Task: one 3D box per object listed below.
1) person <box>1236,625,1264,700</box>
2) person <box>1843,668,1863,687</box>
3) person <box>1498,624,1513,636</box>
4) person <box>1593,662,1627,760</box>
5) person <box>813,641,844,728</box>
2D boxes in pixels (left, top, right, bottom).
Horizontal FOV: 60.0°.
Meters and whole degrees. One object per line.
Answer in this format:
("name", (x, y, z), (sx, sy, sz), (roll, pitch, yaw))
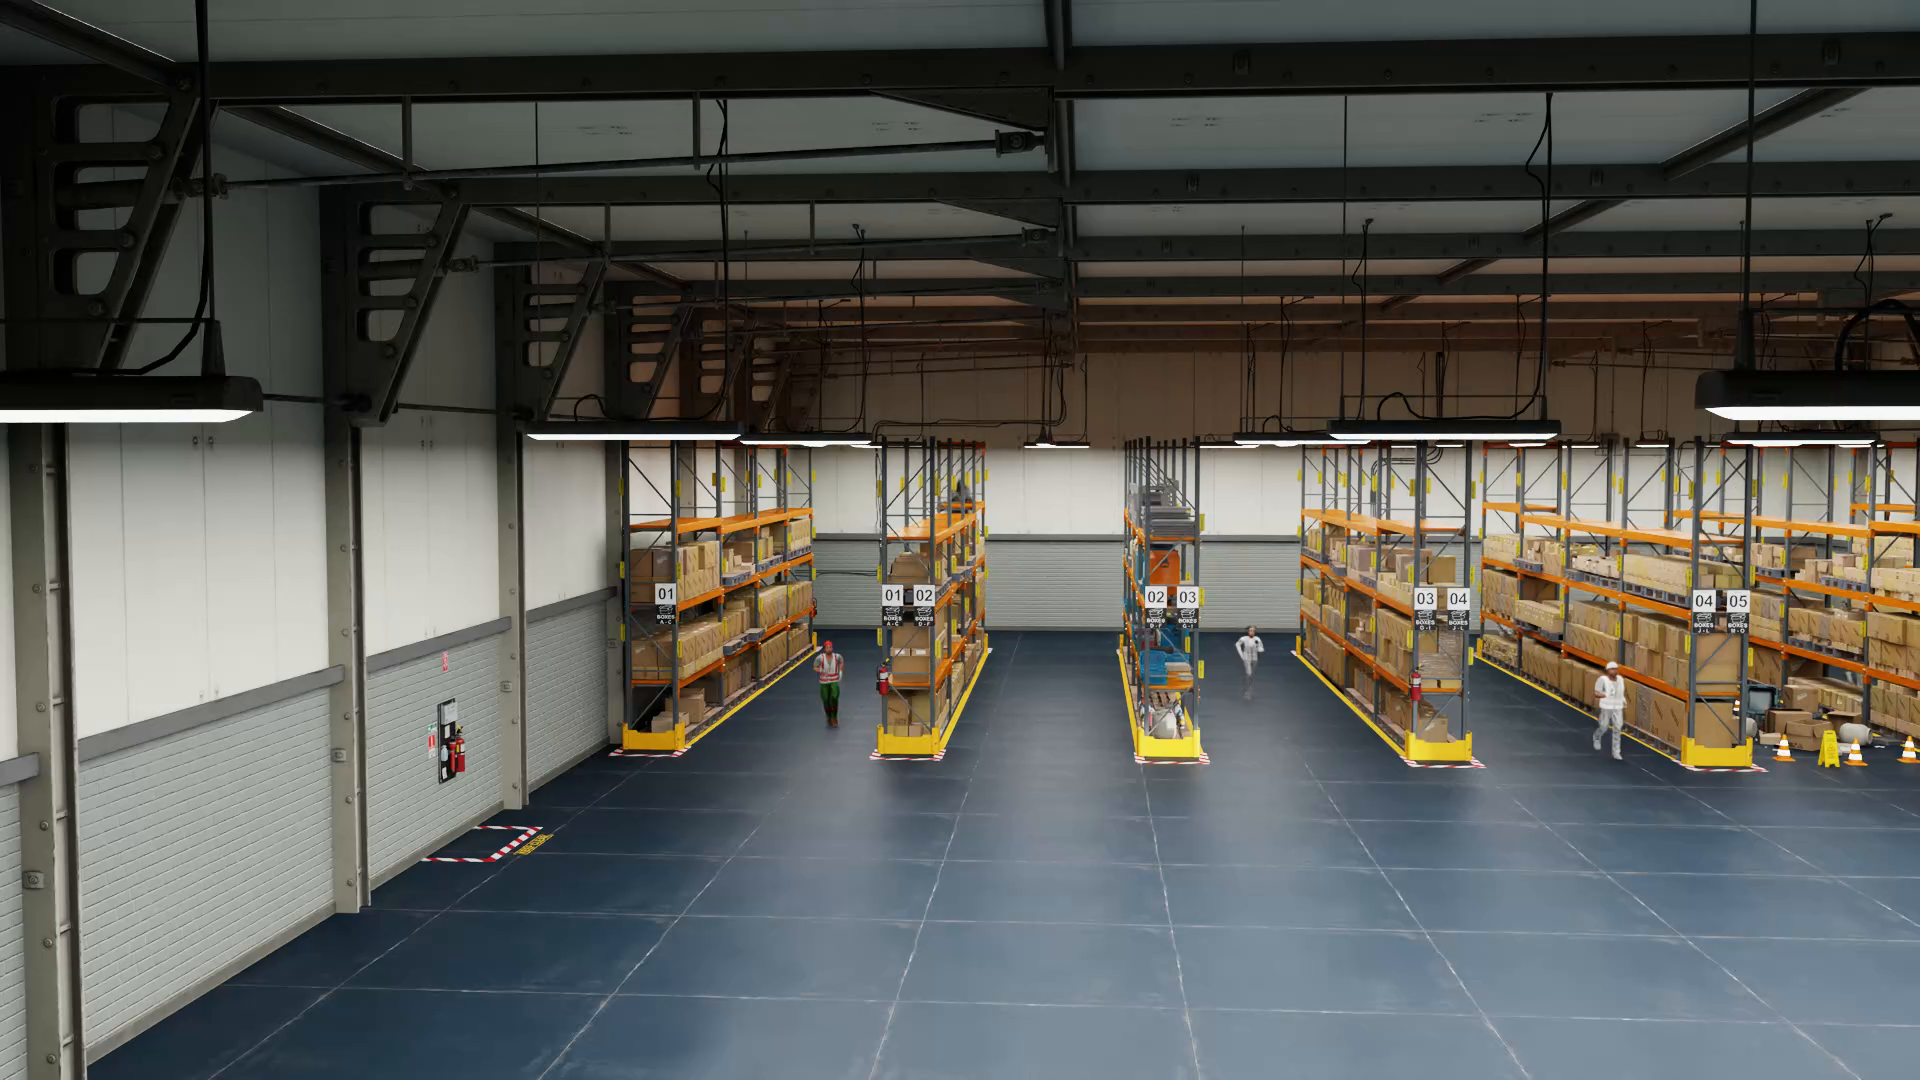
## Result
("person", (6.741, 2.827, 38.636), (0.590, 1.741, 0.793), (0, 3, -9))
("person", (21.173, 2.801, 39.396), (0.626, 1.662, 0.637), (0, 3, 6))
("person", (15.548, 2.271, 47.347), (0.865, 1.812, 0.646), (0, 3, -3))
("person", (12.138, 3.146, 31.050), (0.697, 1.769, 0.973), (0, 3, -2))
("person", (-2.736, 2.990, 34.597), (0.635, 1.802, 0.782), (0, 3, -4))
